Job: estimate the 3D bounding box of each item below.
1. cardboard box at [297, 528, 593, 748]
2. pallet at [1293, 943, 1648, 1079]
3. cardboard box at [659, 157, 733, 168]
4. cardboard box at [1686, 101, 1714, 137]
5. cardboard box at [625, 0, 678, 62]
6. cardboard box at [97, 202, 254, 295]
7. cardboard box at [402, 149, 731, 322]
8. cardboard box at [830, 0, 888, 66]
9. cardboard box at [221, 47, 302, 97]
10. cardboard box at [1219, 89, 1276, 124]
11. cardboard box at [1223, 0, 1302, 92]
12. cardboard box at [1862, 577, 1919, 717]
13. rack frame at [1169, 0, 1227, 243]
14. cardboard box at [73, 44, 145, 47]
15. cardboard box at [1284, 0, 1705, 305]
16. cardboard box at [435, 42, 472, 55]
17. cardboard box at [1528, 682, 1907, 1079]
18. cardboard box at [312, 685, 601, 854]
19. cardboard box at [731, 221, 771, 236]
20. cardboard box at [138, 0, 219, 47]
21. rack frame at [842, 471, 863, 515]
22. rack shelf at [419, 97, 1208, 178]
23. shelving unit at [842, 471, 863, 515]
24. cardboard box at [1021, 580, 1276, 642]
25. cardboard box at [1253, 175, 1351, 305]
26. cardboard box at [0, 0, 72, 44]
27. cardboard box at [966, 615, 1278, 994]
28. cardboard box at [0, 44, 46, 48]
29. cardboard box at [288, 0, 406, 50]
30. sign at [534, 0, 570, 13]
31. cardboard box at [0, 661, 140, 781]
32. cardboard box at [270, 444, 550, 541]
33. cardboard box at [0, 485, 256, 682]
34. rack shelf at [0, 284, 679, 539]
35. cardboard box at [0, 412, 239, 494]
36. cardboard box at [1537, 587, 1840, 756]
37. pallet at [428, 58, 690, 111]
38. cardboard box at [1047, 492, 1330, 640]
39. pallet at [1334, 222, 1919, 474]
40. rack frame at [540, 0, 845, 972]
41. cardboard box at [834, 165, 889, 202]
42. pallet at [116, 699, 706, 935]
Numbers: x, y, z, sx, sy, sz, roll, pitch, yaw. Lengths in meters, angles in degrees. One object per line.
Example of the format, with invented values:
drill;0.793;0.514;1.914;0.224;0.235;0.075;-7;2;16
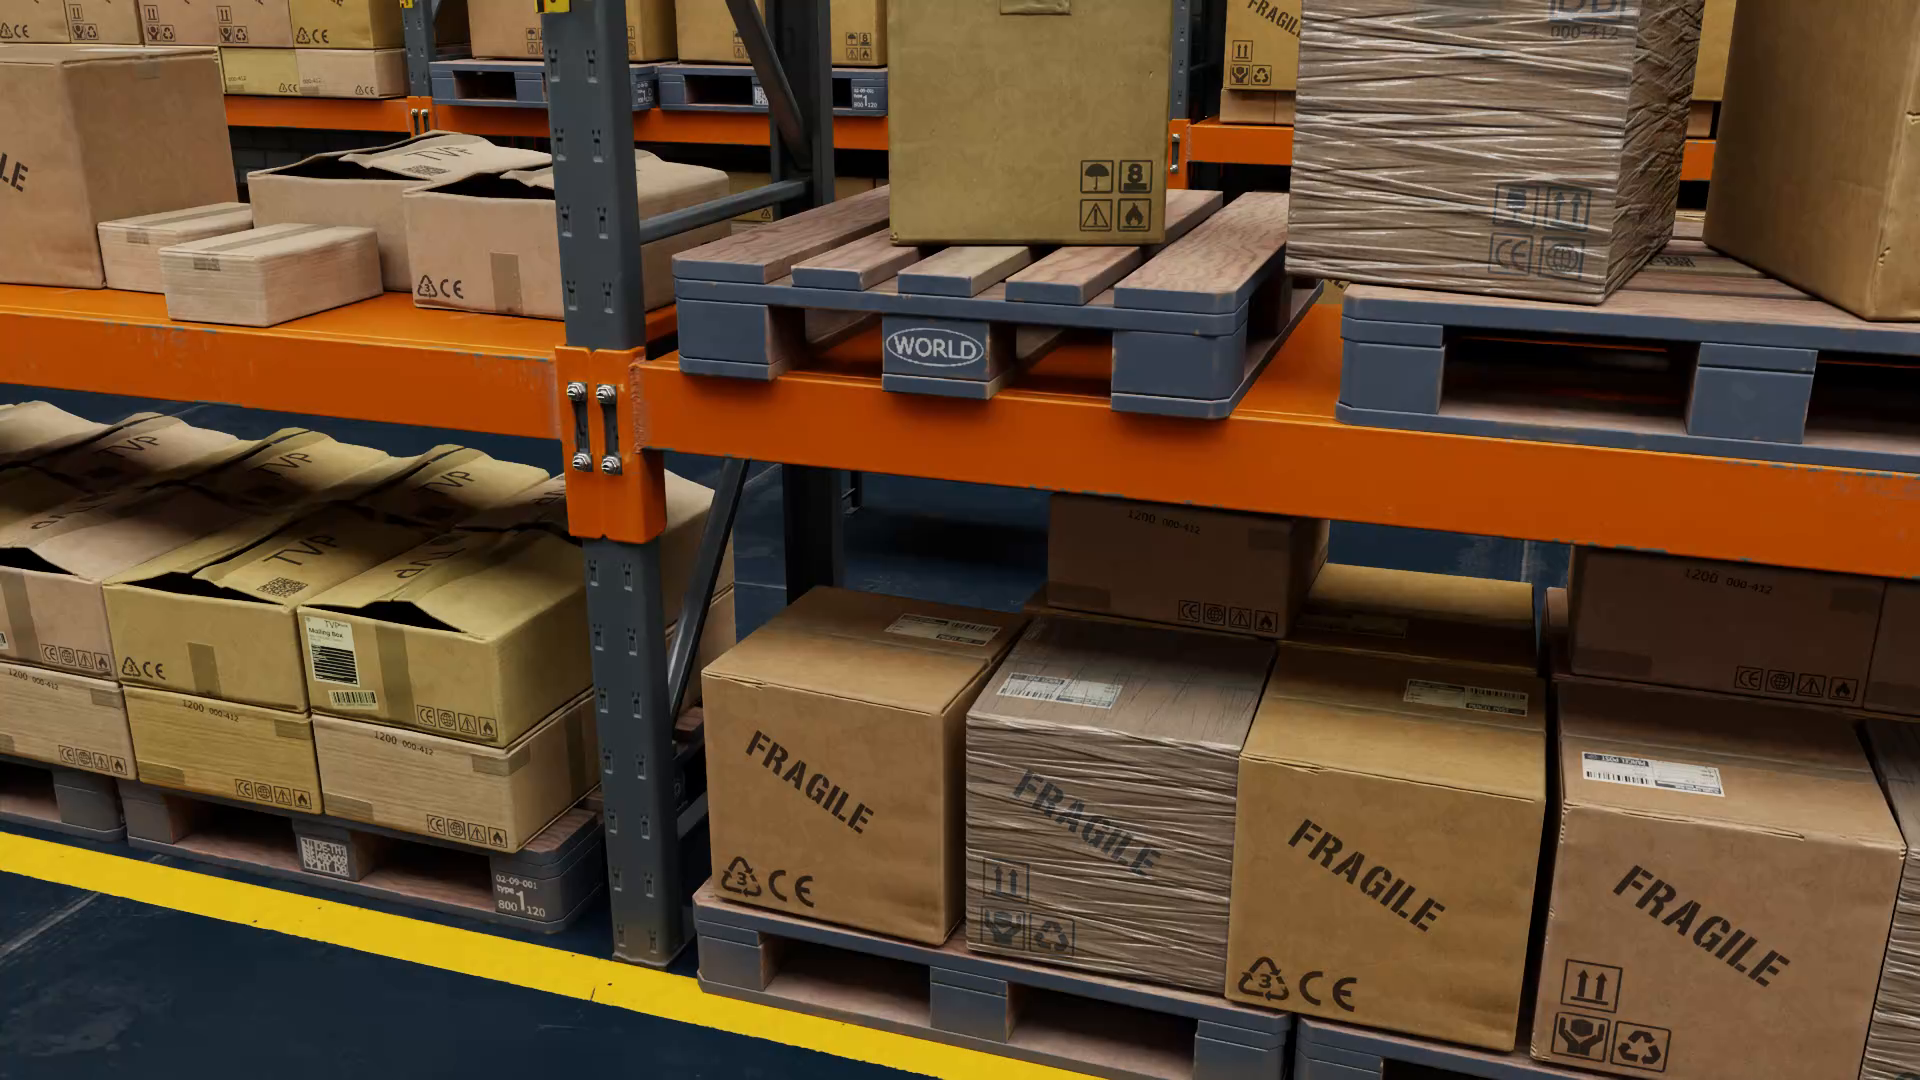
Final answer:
cardboard box;-1.087;0.182;3.686;0.500;0.311;0.500;7;20;19
pallet;1.330;0.868;3.266;1.213;0.211;1.003;7;20;18
cardboard box;-1.550;-1.907;8.980;0.500;0.250;0.500;6;20;17
cardboard box;3.044;-1.805;7.048;0.250;0.149;0.380;7;20;20
cardboard box;-1.672;-2.773;8.655;0.500;0.500;0.700;9;21;24
cardboard box;-1.734;-0.675;3.838;0.250;0.149;0.380;8;21;22
cardboard box;-0.840;-0.685;3.618;0.500;0.311;0.500;8;21;21
cardboard box;-0.520;-2.645;8.286;0.500;0.500;0.700;7;20;18
cardboard box;-3.682;-2.598;9.171;0.500;0.250;0.500;7;20;18
cardboard box;1.346;-1.998;7.601;0.250;0.149;0.380;6;20;17
cardboard box;1.486;-2.279;7.424;0.500;0.500;0.500;7;20;20
cardboard box;1.946;0.141;3.105;0.500;0.250;0.500;7;20;18
rack frame;1.111;-2.214;7.872;0.127;3.000;1.000;7;20;18
cardboard box;-4.638;-2.702;9.468;0.500;0.250;0.500;7;20;19
cardboard box;0.922;-0.728;2.818;0.500;0.500;0.700;11;22;28
cardboard box;-3.041;-2.703;9.470;0.500;0.250;0.500;7;20;19
cardboard box;1.288;0.602;2.921;0.500;0.500;0.500;6;20;16
cardboard box;-1.088;0.445;3.781;0.500;0.250;0.500;7;20;19
cardboard box;-0.993;-1.492;8.927;0.500;0.500;0.700;7;20;19
cardboard box;-4.161;-3.004;9.195;0.500;0.500;0.500;6;20;16
rack frame;-0.474;-0.585;6.047;0.032;1.125;0.500;7;20;18
rack shelf;-0.778;-2.091;8.610;4.000;0.370;1.077;7;20;18
shelving unit;0.006;-0.530;5.889;1.048;1.125;0.538;7;20;18
cardboard box;0.449;0.327;3.711;0.500;0.500;0.500;7;21;20
cardboard box;1.763;-1.277;7.811;0.750;0.750;0.750;6;20;17
cardboard box;-5.144;-3.112;9.505;0.500;0.500;0.500;6;20;16
cardboard box;0.321;0.492;3.238;0.500;0.500;0.500;6;20;16
cardboard box;-2.599;-0.954;4.104;0.500;0.500;0.500;7;20;18
cardboard box;-3.216;-2.894;8.880;0.500;0.500;0.500;6;20;18
sign;-0.690;-1.048;2.765;0.005;0.325;0.100;7;20;18
cardboard box;-2.050;0.336;4.096;0.500;0.250;0.500;7;20;19
cardboard box;-1.408;-0.040;4.323;0.500;0.311;0.500;6;20;17
cardboard box;-2.056;0.072;4.000;0.500;0.311;0.500;6;20;18
rack shelf;-2.400;-0.550;4.190;4.000;0.370;1.077;7;20;18
cardboard box;-2.375;-0.152;4.641;0.500;0.311;0.500;6;20;17
cardboard box;1.436;0.438;3.393;0.500;0.500;0.500;6;20;16
pallet;-1.993;-2.428;8.776;1.213;0.211;1.003;7;20;18
cardboard box;0.504;-0.022;3.573;0.500;0.250;0.500;7;21;20
pallet;1.327;-0.374;2.885;1.213;0.211;1.003;7;20;18
rack frame;-0.511;-0.674;3.452;0.127;3.000;1.000;7;20;18
cardboard box;-0.592;-1.792;8.651;0.500;0.250;0.500;6;20;18
pallet;-1.276;0.542;4.201;1.213;0.211;1.003;7;20;18
